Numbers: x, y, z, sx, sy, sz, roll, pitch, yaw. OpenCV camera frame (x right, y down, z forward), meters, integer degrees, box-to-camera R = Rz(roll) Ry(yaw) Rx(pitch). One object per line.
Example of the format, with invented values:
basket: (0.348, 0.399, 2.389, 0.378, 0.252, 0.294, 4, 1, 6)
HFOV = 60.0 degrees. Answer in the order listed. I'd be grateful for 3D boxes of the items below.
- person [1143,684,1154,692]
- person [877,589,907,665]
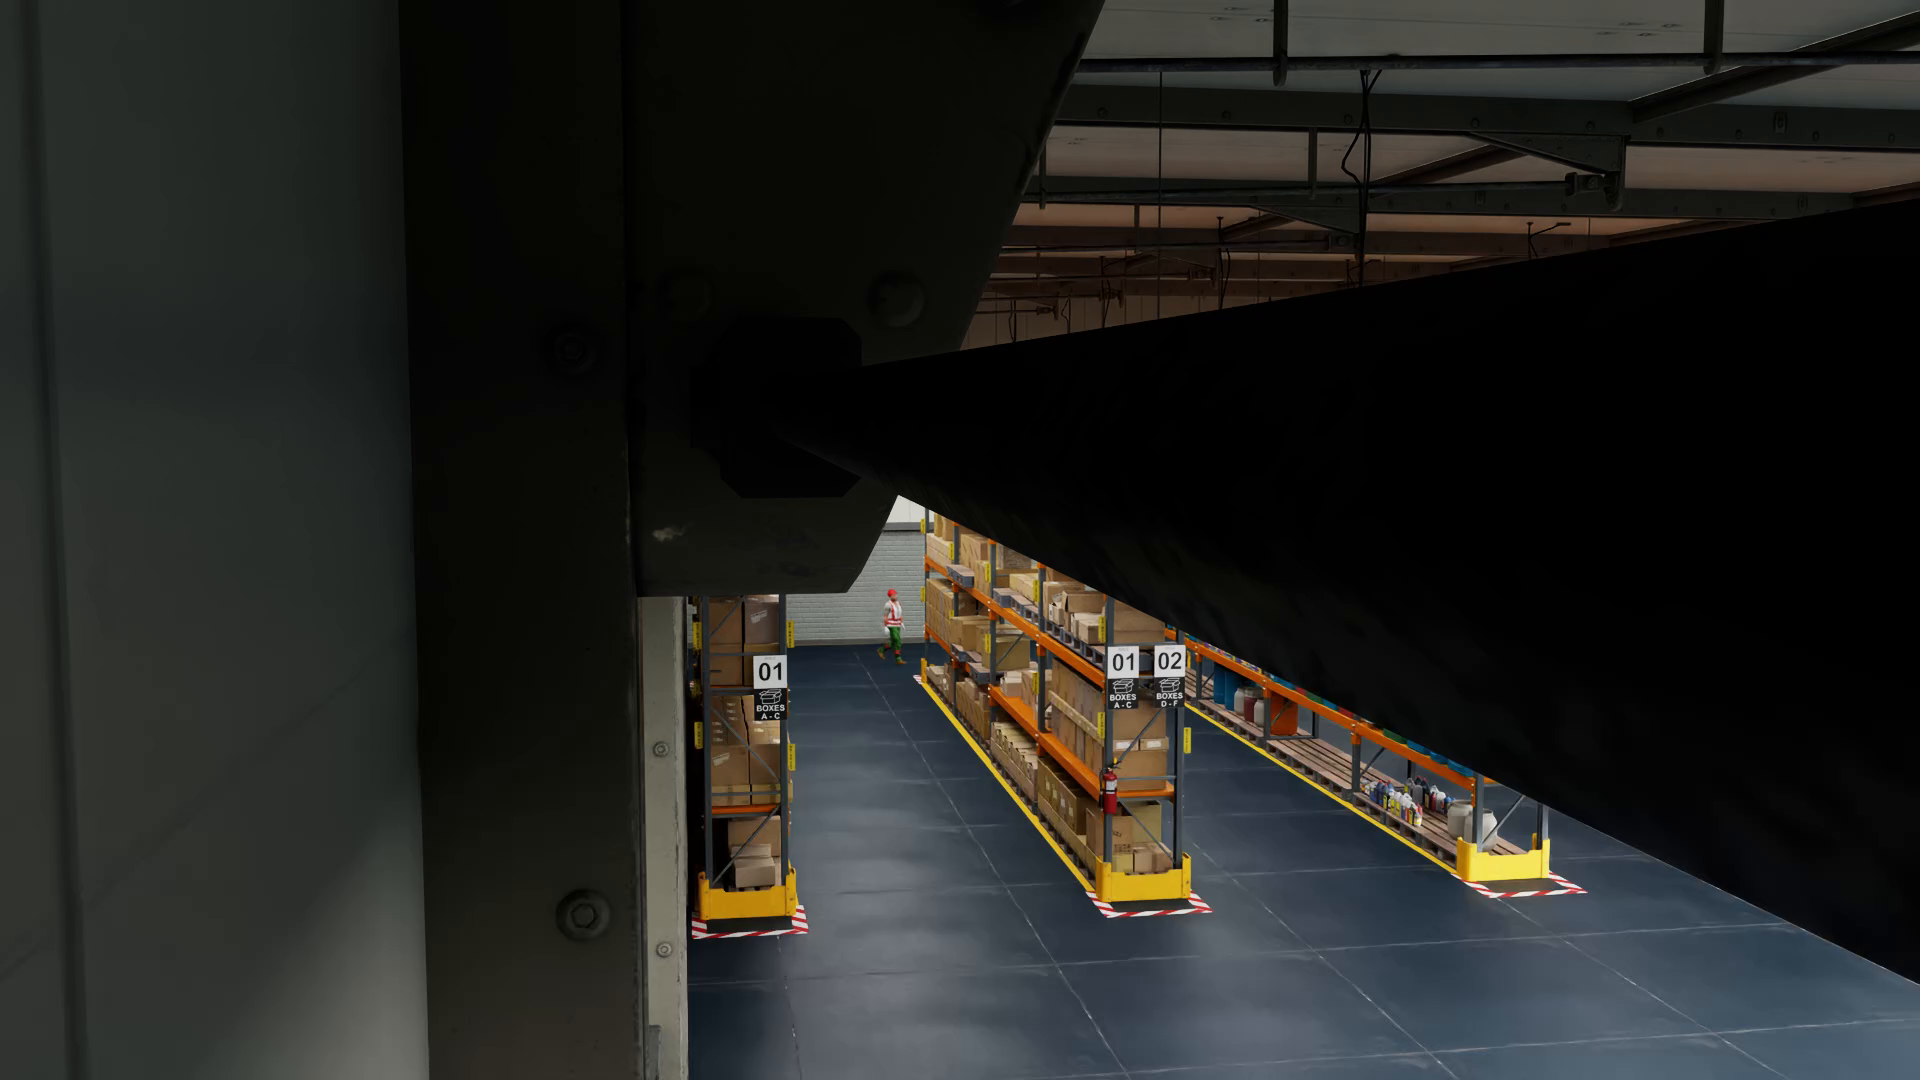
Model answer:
person: (3.785, 2.628, 33.211, 0.419, 1.559, 0.758, 2, 5, 20)
person: (-1.594, 2.022, 38.905, 0.885, 1.763, 0.543, 3, 6, 29)
